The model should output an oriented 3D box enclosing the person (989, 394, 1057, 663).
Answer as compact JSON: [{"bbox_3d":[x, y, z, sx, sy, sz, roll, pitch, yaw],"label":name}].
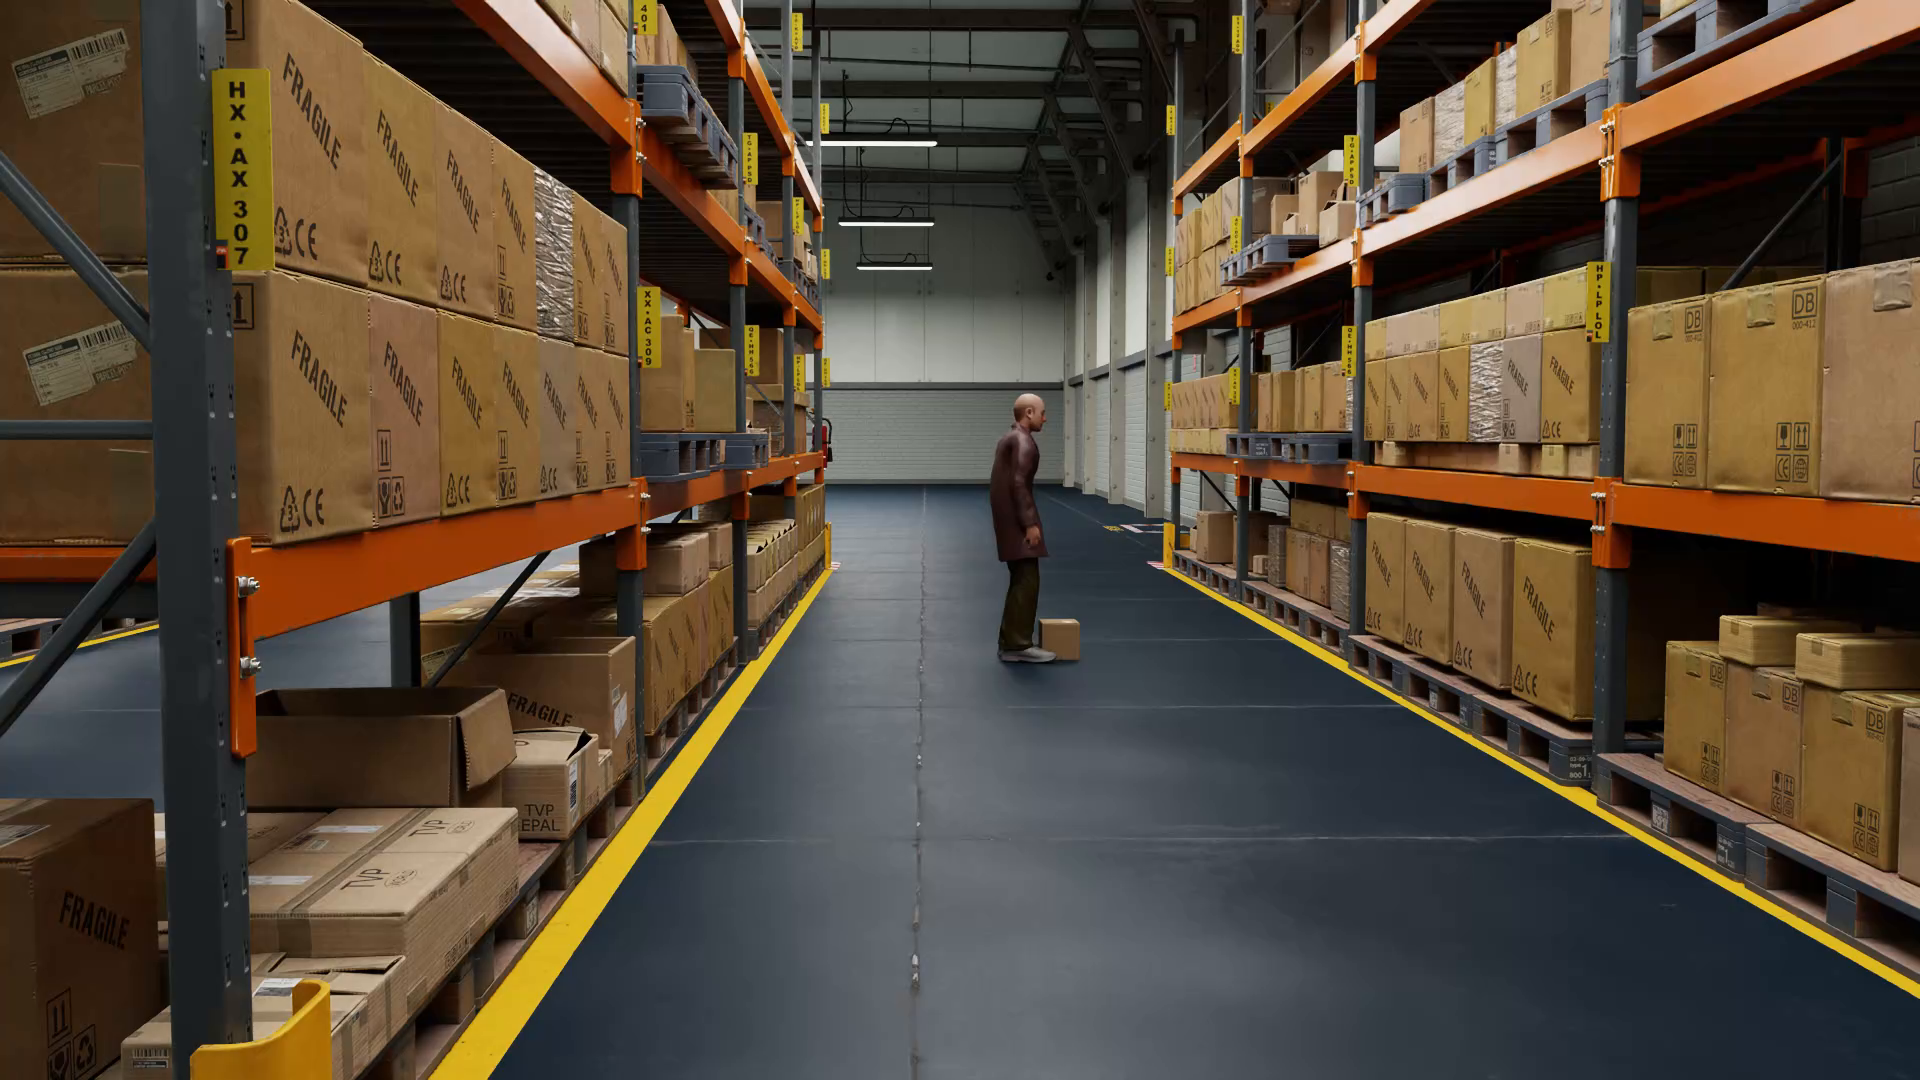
[{"bbox_3d":[0.415,-0.090,11.131,0.429,1.772,0.647,0,4,-5],"label":"person"}]
